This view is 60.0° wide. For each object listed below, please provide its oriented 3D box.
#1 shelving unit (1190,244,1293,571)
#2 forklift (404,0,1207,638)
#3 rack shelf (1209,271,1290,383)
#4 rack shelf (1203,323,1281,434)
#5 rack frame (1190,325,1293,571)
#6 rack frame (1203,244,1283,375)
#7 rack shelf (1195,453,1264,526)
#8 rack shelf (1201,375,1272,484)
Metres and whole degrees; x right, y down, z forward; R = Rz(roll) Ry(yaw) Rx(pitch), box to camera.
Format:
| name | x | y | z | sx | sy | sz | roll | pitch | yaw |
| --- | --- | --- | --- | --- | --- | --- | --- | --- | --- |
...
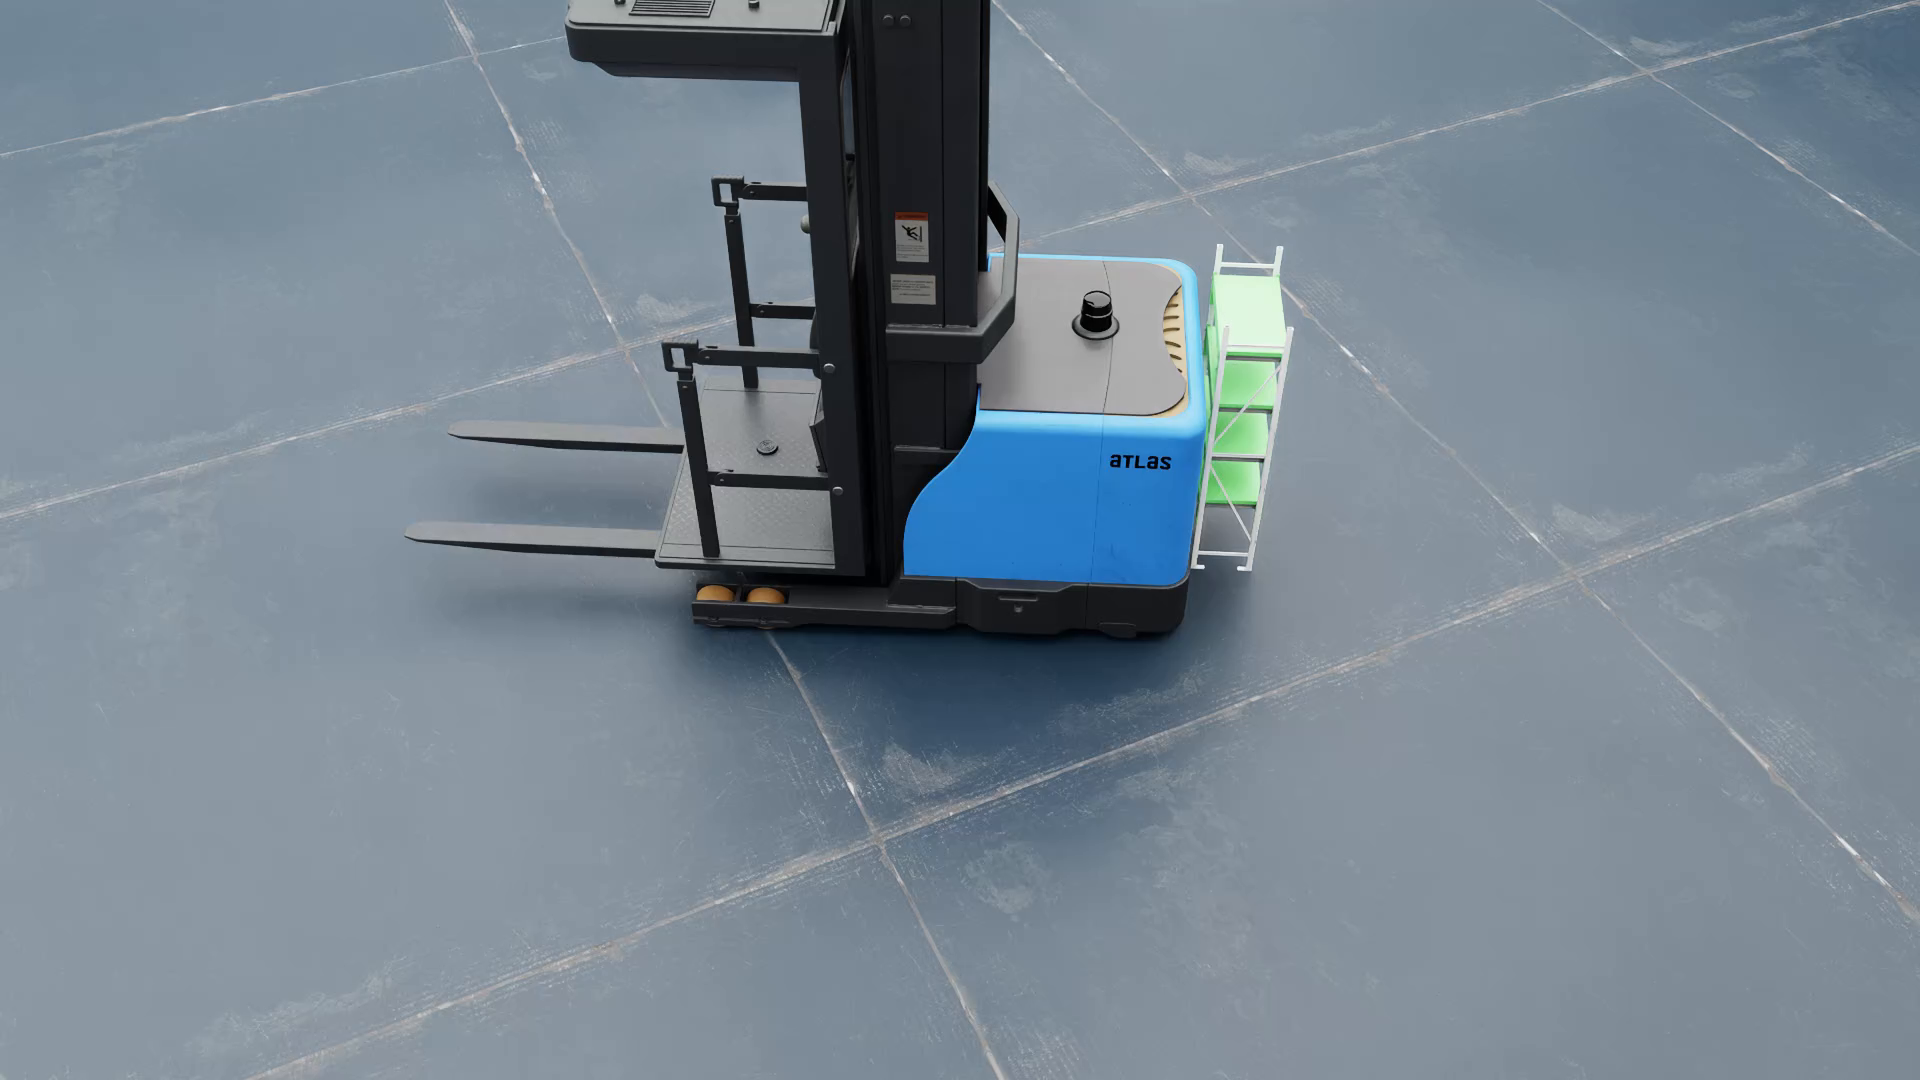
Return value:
| name | x | y | z | sx | sy | sz | roll | pitch | yaw |
| --- | --- | --- | --- | --- | --- | --- | --- | --- | --- |
| shelving unit | 1.056 | -0.484 | 6.387 | 0.258 | 1.200 | 0.503 | 3 | 45 | 3 |
| forklift | -0.629 | -1.070 | 5.748 | 3.031 | 2.935 | 1.130 | 2 | 45 | 2 |
| rack shelf | 1.056 | -0.781 | 6.094 | 0.258 | 0.148 | 0.480 | 3 | 45 | 3 |
| rack shelf | 1.056 | -0.610 | 6.263 | 0.258 | 0.148 | 0.480 | 3 | 45 | 3 |
| rack frame | 1.040 | -0.313 | 6.213 | 0.240 | 1.200 | 0.015 | 3 | 45 | 3 |
| rack frame | 1.071 | -0.656 | 6.560 | 0.240 | 1.200 | 0.015 | 3 | 45 | 3 |
| rack shelf | 1.056 | -0.268 | 6.600 | 0.258 | 0.148 | 0.480 | 3 | 45 | 3 |
| rack shelf | 1.056 | -0.439 | 6.432 | 0.258 | 0.148 | 0.480 | 3 | 45 | 3 |
